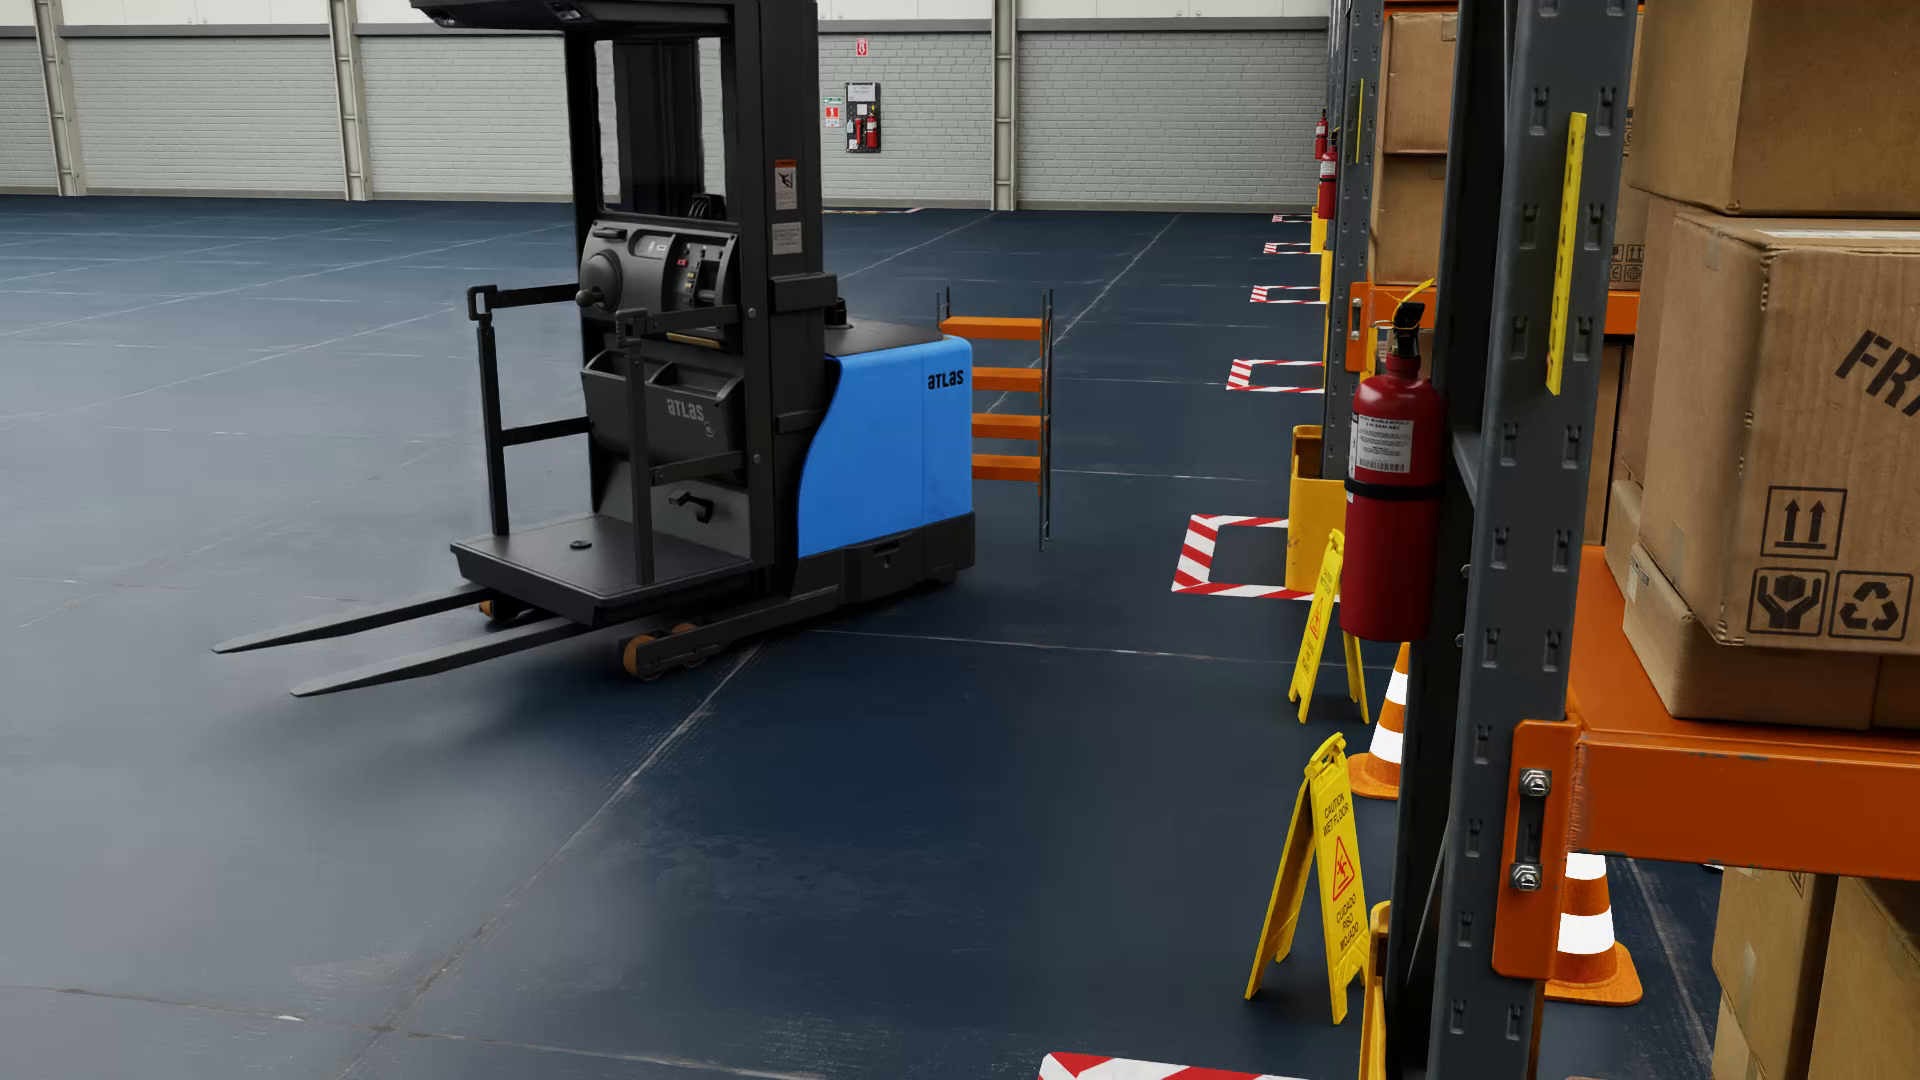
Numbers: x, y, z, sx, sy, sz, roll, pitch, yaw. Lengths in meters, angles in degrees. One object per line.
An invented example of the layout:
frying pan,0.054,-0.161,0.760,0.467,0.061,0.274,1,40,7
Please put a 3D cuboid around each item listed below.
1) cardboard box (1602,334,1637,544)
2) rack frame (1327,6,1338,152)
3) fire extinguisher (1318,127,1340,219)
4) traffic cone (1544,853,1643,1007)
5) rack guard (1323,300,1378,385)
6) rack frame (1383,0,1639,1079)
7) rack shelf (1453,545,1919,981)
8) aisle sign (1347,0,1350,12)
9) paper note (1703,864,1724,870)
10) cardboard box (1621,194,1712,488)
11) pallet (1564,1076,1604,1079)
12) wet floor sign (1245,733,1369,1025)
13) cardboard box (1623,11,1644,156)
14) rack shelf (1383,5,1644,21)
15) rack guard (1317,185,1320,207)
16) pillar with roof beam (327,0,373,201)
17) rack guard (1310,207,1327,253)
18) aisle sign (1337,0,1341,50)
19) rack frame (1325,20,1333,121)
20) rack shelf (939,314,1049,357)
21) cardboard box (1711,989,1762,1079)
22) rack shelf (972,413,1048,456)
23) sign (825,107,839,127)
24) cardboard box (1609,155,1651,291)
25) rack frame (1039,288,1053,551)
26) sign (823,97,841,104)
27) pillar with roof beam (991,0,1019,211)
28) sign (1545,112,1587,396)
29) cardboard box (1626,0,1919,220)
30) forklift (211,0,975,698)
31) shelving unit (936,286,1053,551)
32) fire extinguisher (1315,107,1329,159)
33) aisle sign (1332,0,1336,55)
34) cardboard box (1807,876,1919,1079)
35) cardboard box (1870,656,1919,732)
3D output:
cardboard box,3.255,-0.479,7.294,0.875,0.875,0.875,3,16,10
rack frame,4.780,-5.249,21.321,0.127,3.000,1.000,3,16,11
fire extinguisher,2.782,-2.747,12.434,0.183,0.674,0.296,3,16,11
traffic cone,1.506,0.843,4.082,0.334,0.463,0.336,3,16,11
rack guard,2.877,-1.449,12.285,0.348,0.500,1.175,3,16,11
rack frame,0.827,-0.064,2.604,0.053,2.616,0.949,3,16,11
rack shelf,2.788,0.388,2.319,4.000,0.370,1.077,3,16,11
aisle sign,1.586,-2.543,6.685,0.004,0.787,0.394,3,16,11
paper note,2.151,0.895,4.702,0.142,0.019,0.148,-2,16,-8
cardboard box,1.414,-0.300,2.710,0.500,0.500,0.500,3,16,10
pallet,1.691,1.335,2.776,1.213,0.211,1.003,3,16,11
wet floor sign,0.855,0.780,3.969,0.232,0.644,0.267,9,18,30
cardboard box,2.628,-1.923,7.011,0.550,0.550,0.875,3,16,11
rack shelf,5.749,-4.946,15.955,4.000,0.370,1.077,3,16,11
rack guard,5.838,-5.336,26.319,0.348,0.500,1.175,3,16,11
pillar with roof beam,-11.875,-9.456,25.273,0.400,9.000,9.100,3,16,11
rack guard,4.757,-4.045,21.659,0.348,0.500,1.175,3,16,11
aisle sign,3.661,-5.133,16.034,0.004,0.787,0.394,3,16,11
rack frame,5.764,-6.545,26.000,0.127,3.000,1.000,3,16,11
rack shelf,0.162,-0.948,7.695,0.480,0.148,0.258,3,16,11
cardboard box,1.697,1.032,3.013,0.500,0.250,0.500,3,16,11
rack shelf,0.162,-0.505,7.818,0.480,0.148,0.258,3,16,11
sign,-2.193,-7.268,28.544,0.234,0.329,0.001,3,16,11
cardboard box,2.631,-1.406,7.168,0.550,0.550,0.875,3,16,11
rack frame,0.401,-0.556,7.753,0.015,1.200,0.240,3,16,11
sign,-2.190,-7.521,28.464,0.331,0.109,0.001,3,16,11
pillar with roof beam,-0.116,-8.818,22.968,0.400,9.000,9.100,3,16,11
sign,0.720,-0.340,1.980,0.005,0.325,0.100,3,16,11
cardboard box,1.372,-0.768,2.529,0.500,0.500,0.700,3,16,10
forklift,-1.318,-1.048,6.286,1.130,2.935,3.031,14,21,42
shelving unit,0.162,-0.569,7.800,0.503,1.200,0.258,3,16,11
fire extinguisher,4.757,-5.339,21.793,0.183,0.674,0.296,3,16,11
aisle sign,4.655,-6.425,20.697,0.004,0.787,0.394,3,16,11
cardboard box,1.586,0.813,2.398,0.500,0.500,0.500,3,16,9
cardboard box,1.370,0.138,2.345,0.250,0.149,0.380,3,16,12
